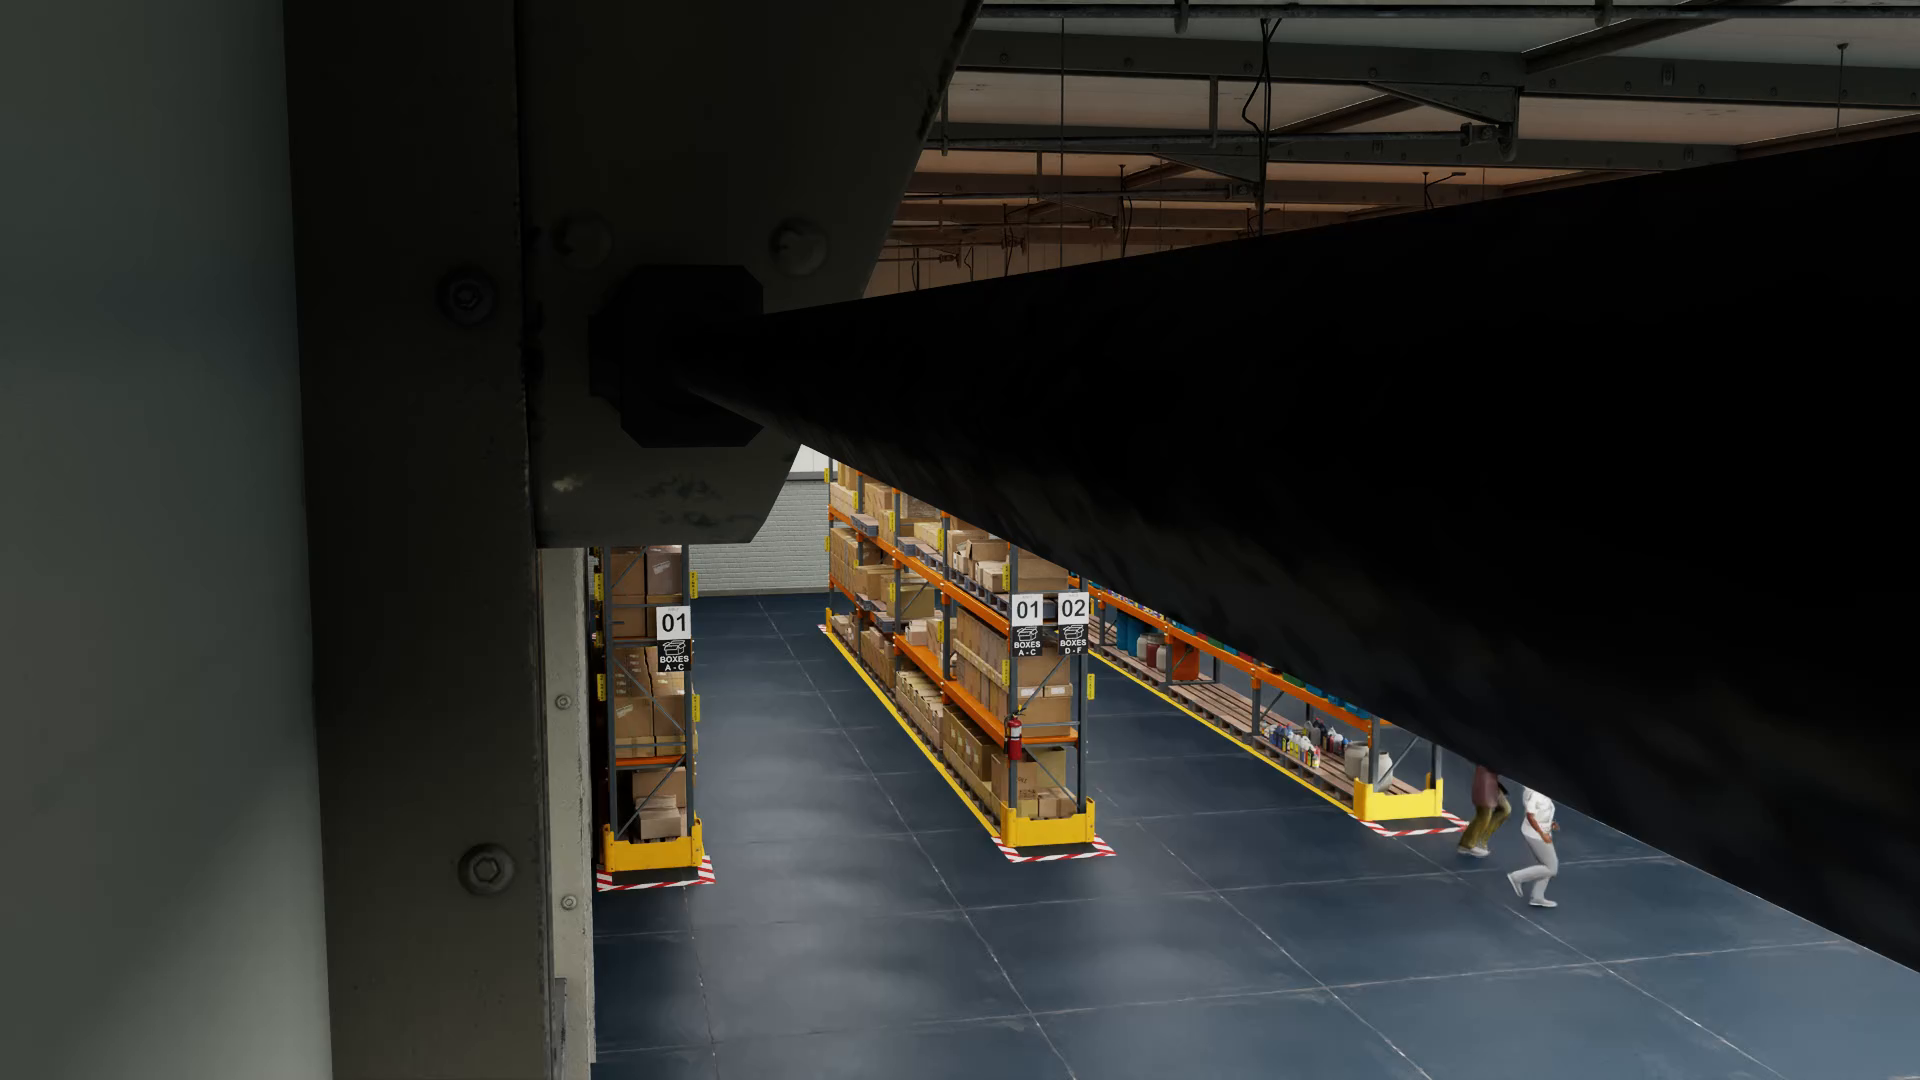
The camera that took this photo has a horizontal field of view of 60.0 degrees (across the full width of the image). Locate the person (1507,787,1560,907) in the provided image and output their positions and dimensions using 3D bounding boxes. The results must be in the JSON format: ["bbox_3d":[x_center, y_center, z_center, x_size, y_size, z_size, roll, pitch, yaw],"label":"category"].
[{"bbox_3d":[6.444,3.301,18.666,0.575,1.654,0.591,1,7,7],"label":"person"}]

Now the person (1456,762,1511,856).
[{"bbox_3d":[6.555,3.035,20.571,0.741,1.763,0.701,2,7,18],"label":"person"}]
